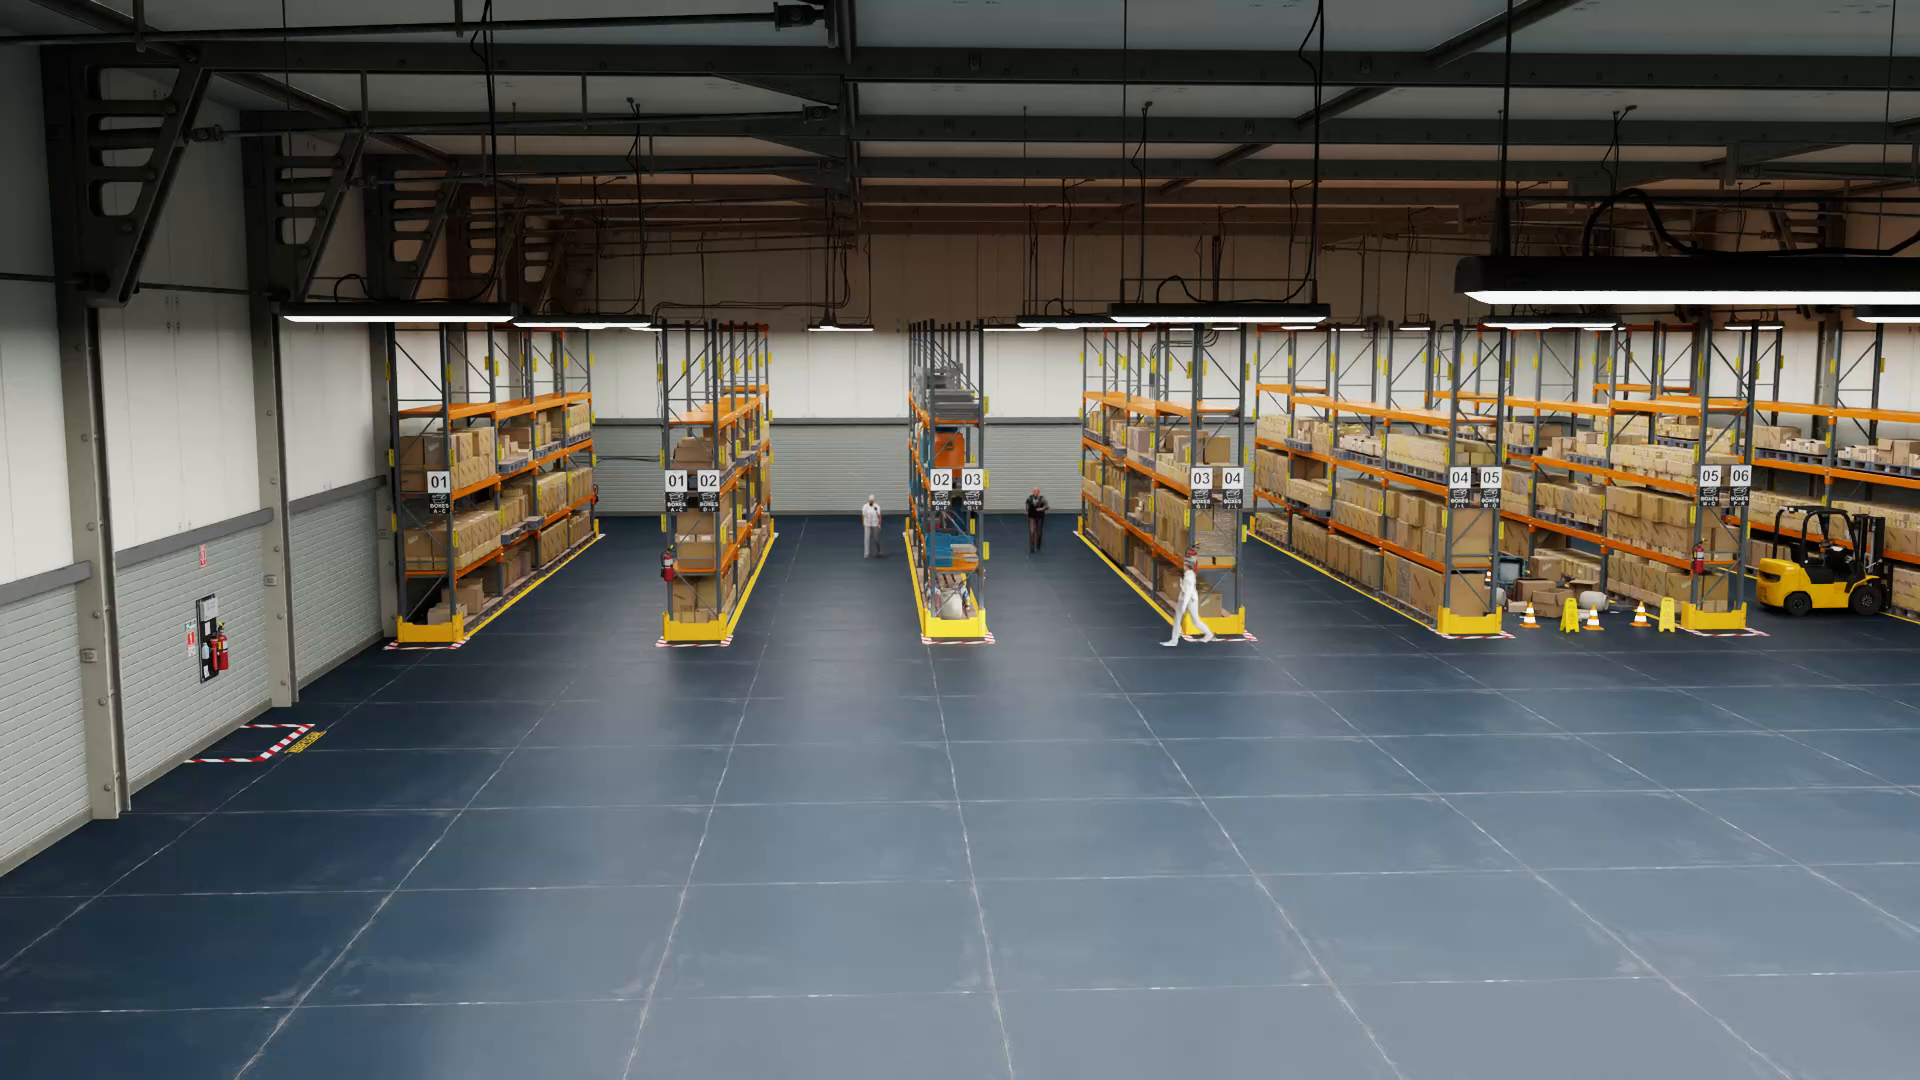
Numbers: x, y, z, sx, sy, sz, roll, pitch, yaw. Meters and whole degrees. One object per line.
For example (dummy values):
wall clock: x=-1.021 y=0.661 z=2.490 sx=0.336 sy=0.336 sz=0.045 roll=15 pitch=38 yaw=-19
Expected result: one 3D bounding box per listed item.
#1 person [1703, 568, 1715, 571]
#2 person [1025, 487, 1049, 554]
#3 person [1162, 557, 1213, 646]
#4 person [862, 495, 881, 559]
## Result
person: x=16.434 y=0.318 z=36.691 sx=0.680 sy=1.764 sz=0.509 roll=5 pitch=9 yaw=37
person: x=2.037 y=-0.534 z=43.845 sx=0.631 sy=1.761 sz=0.829 roll=0 pitch=7 yaw=1
person: x=4.218 y=1.135 z=30.563 sx=0.955 sy=1.644 sz=0.442 roll=-4 pitch=8 yaw=-29
person: x=-2.280 y=-0.362 z=42.762 sx=0.520 sy=1.622 sz=0.946 roll=1 pitch=7 yaw=5
